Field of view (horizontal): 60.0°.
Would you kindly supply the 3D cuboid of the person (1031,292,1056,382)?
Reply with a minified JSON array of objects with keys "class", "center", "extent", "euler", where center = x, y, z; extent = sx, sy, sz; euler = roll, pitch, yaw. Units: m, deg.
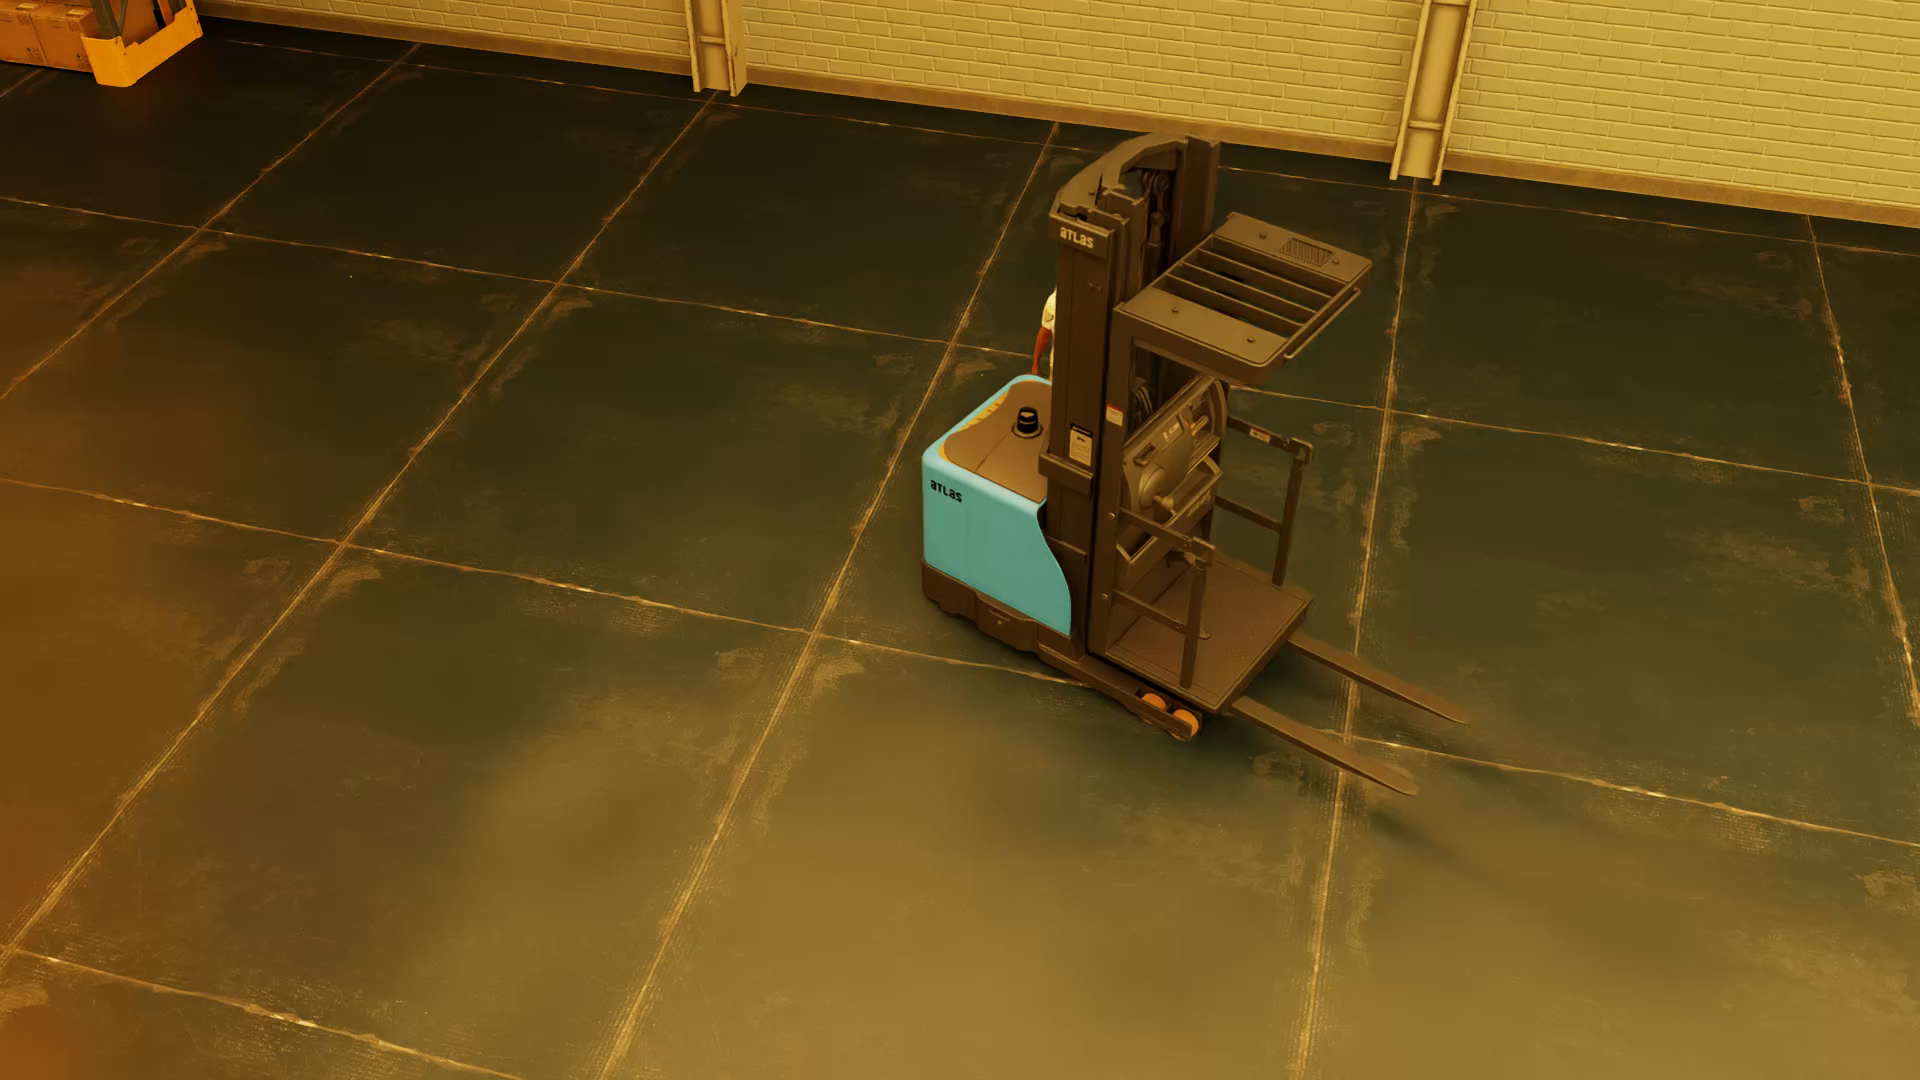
[{"class":"person","center":[0.750,-0.981,9.967],"extent":[0.700,1.634,0.391],"euler":[12,43,14]}]

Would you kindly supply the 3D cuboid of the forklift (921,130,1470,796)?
[{"class":"forklift","center":[1.260,-0.434,8.357],"extent":[3.031,2.935,1.130],"euler":[26,48,27]}]
